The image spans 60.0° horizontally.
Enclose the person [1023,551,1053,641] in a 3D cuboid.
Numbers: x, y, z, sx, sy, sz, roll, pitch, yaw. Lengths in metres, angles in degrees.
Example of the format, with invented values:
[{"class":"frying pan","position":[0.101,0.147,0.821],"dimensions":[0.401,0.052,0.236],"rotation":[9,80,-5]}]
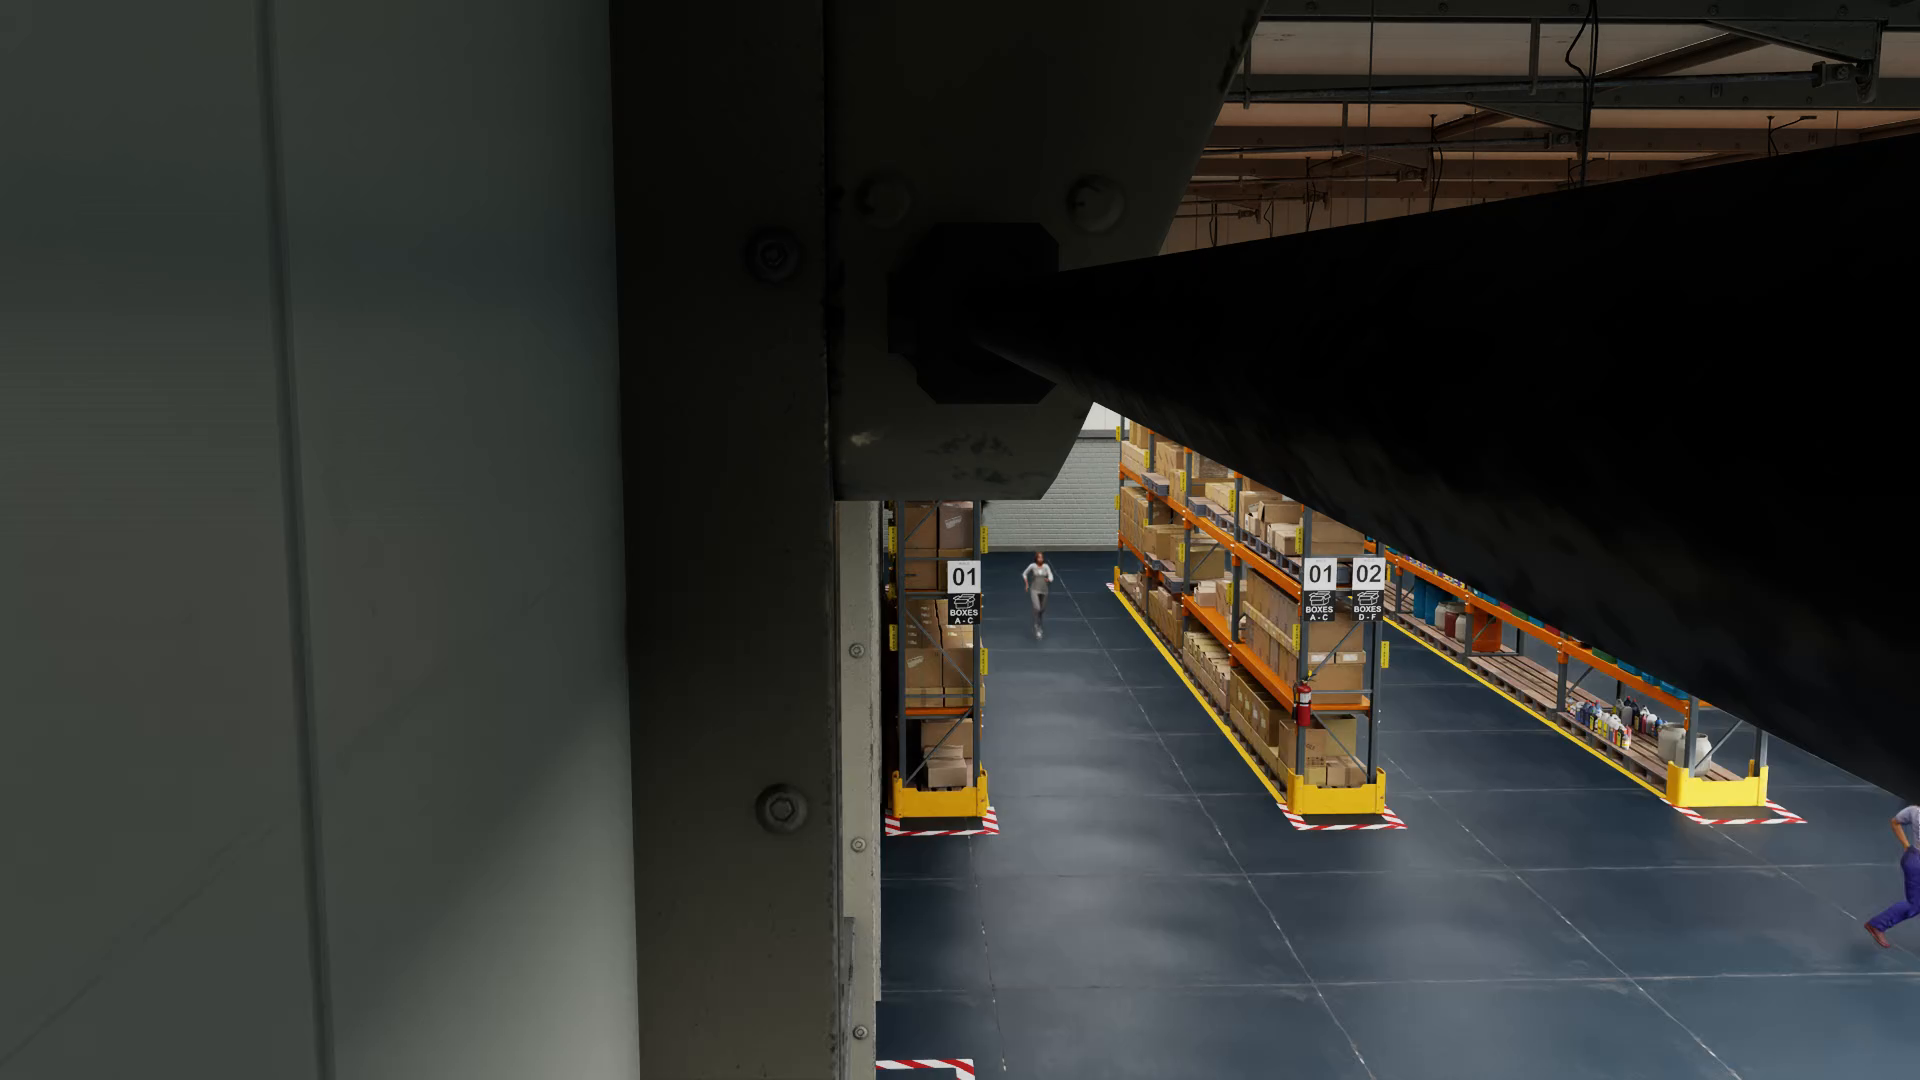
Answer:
[{"class":"person","position":[1.484,1.019,31.360],"dimensions":[0.519,1.626,0.797],"rotation":[-2,8,-13]}]

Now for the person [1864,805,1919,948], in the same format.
[{"class":"person","position":[9.299,3.204,16.126],"dimensions":[0.902,1.633,0.632],"rotation":[3,9,17]}]
